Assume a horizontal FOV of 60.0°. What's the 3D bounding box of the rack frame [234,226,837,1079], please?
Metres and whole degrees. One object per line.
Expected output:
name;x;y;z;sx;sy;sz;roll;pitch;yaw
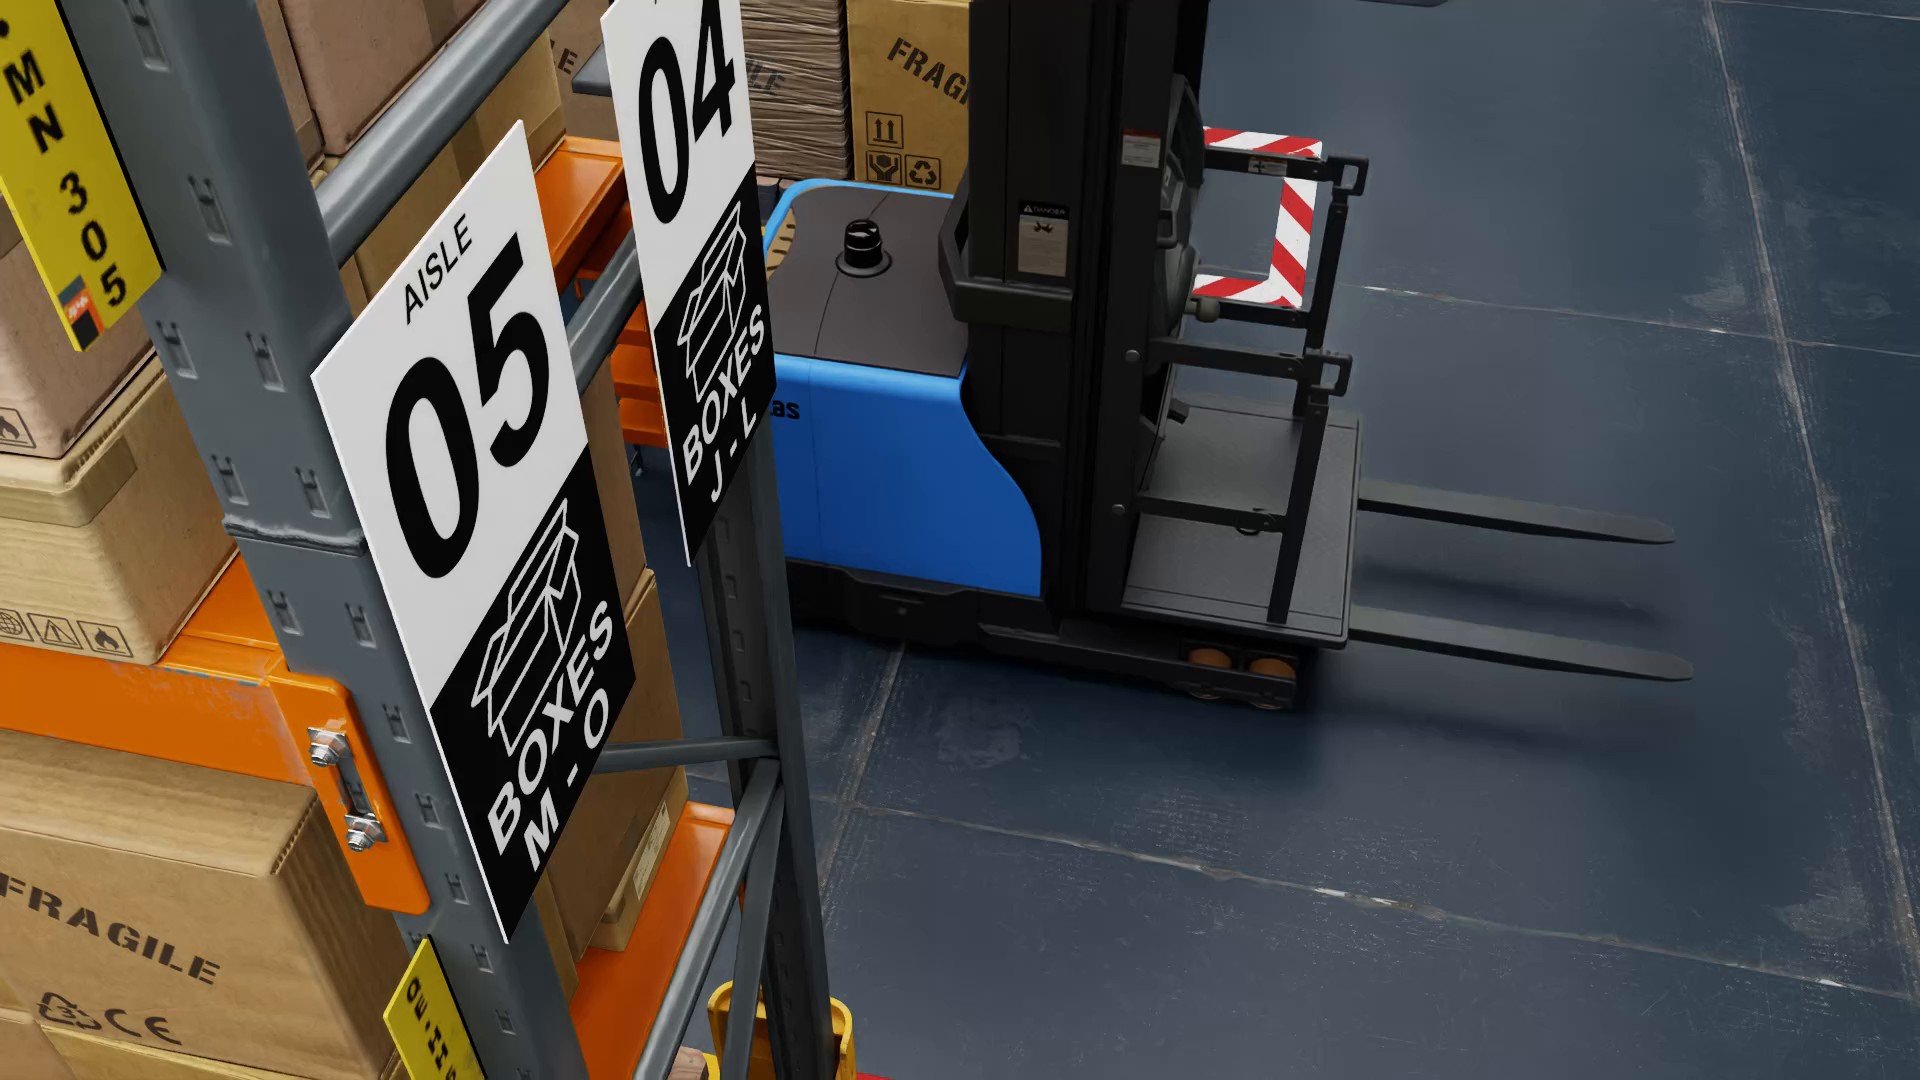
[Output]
rack frame;-0.459;0.748;2.810;0.127;3.000;1.000;9;45;9

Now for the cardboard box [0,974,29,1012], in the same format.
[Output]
cardboard box;-1.454;0.266;2.303;0.500;0.500;0.500;7;44;8

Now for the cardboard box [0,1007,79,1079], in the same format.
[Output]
cardboard box;-1.455;0.629;2.647;0.500;0.500;0.500;8;45;8

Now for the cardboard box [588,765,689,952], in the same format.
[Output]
cardboard box;-0.704;0.567;3.179;0.250;0.149;0.380;8;45;9

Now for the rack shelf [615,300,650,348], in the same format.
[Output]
rack shelf;-0.939;-0.689;5.376;0.480;0.148;0.258;9;45;9

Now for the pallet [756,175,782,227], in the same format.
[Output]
pallet;-1.262;-1.843;7.513;1.213;0.211;1.003;9;45;9

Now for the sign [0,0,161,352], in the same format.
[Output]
sign;-0.600;-0.280;1.076;0.005;0.325;0.100;9;45;9

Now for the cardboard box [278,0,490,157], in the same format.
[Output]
cardboard box;-0.840;-0.703;1.902;0.500;0.250;0.500;9;45;10

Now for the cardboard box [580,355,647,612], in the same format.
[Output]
cardboard box;-0.839;-0.004;2.583;0.500;0.500;0.500;9;45;9

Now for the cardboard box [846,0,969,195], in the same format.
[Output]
cardboard box;0.081;-2.022;6.917;0.875;0.875;0.875;9;45;9

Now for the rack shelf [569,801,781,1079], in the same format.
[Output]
rack shelf;-2.411;0.704;3.374;4.000;0.370;1.077;9;45;9

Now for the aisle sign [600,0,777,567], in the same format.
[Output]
aisle sign;-0.322;-0.381;2.108;0.004;0.787;0.394;9;45;9

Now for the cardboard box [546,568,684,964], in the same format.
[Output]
cardboard box;-0.837;0.349;2.937;0.500;0.500;0.500;11;45;11

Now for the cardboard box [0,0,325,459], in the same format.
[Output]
cardboard box;-0.964;-0.357;1.542;0.500;0.250;0.500;8;44;8

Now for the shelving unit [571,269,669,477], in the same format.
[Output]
shelving unit;-0.939;-0.577;5.484;0.503;1.200;0.258;9;45;9

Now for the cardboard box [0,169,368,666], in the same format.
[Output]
cardboard box;-0.961;-0.169;1.708;0.500;0.250;0.500;8;44;8

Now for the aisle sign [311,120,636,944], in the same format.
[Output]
aisle sign;-0.453;0.025;1.686;0.004;0.787;0.394;9;45;9

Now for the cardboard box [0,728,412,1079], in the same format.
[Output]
cardboard box;-0.960;0.343;2.223;0.500;0.500;0.500;8;44;8

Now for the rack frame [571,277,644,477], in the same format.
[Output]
rack frame;-1.177;-0.613;5.522;0.015;1.200;0.240;9;45;9

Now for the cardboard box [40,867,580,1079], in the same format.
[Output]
cardboard box;-0.954;0.710;2.562;0.500;0.500;0.500;10;45;10

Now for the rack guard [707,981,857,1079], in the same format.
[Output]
rack guard;-0.533;1.637;3.689;0.348;0.500;1.175;9;45;9

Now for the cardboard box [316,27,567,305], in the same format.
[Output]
cardboard box;-0.841;-0.520;2.072;0.500;0.250;0.500;10;45;11

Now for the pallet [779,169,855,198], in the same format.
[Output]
pallet;-0.075;-1.657;7.320;1.213;0.211;1.003;9;45;9

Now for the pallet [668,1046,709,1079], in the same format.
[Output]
pallet;-1.318;1.594;3.942;1.213;0.211;1.003;9;45;9

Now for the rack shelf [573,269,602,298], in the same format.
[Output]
rack shelf;-0.939;-0.860;5.211;0.480;0.148;0.258;9;45;9

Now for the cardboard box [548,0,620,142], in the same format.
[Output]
cardboard box;-1.676;-2.295;7.201;0.875;0.875;0.875;9;45;9

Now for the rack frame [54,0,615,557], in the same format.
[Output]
rack frame;-0.459;-1.414;0.730;0.127;3.000;1.000;9;45;9

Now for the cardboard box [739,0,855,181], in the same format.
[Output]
cardboard box;-0.807;-2.160;7.061;0.875;0.875;0.875;9;45;9

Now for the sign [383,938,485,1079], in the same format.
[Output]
sign;-0.600;0.589;1.912;0.005;0.325;0.100;9;45;9

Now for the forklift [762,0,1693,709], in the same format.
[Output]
forklift;0.798;-0.933;4.606;3.031;2.935;1.130;9;45;9

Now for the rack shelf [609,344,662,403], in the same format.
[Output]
rack shelf;-0.939;-0.528;5.531;0.480;0.148;0.258;9;45;9

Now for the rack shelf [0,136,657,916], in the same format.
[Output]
rack shelf;-2.411;-0.377;2.334;4.000;0.370;1.077;9;45;9

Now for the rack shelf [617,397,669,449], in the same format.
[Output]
rack shelf;-0.939;-0.385;5.668;0.480;0.148;0.258;9;45;9
